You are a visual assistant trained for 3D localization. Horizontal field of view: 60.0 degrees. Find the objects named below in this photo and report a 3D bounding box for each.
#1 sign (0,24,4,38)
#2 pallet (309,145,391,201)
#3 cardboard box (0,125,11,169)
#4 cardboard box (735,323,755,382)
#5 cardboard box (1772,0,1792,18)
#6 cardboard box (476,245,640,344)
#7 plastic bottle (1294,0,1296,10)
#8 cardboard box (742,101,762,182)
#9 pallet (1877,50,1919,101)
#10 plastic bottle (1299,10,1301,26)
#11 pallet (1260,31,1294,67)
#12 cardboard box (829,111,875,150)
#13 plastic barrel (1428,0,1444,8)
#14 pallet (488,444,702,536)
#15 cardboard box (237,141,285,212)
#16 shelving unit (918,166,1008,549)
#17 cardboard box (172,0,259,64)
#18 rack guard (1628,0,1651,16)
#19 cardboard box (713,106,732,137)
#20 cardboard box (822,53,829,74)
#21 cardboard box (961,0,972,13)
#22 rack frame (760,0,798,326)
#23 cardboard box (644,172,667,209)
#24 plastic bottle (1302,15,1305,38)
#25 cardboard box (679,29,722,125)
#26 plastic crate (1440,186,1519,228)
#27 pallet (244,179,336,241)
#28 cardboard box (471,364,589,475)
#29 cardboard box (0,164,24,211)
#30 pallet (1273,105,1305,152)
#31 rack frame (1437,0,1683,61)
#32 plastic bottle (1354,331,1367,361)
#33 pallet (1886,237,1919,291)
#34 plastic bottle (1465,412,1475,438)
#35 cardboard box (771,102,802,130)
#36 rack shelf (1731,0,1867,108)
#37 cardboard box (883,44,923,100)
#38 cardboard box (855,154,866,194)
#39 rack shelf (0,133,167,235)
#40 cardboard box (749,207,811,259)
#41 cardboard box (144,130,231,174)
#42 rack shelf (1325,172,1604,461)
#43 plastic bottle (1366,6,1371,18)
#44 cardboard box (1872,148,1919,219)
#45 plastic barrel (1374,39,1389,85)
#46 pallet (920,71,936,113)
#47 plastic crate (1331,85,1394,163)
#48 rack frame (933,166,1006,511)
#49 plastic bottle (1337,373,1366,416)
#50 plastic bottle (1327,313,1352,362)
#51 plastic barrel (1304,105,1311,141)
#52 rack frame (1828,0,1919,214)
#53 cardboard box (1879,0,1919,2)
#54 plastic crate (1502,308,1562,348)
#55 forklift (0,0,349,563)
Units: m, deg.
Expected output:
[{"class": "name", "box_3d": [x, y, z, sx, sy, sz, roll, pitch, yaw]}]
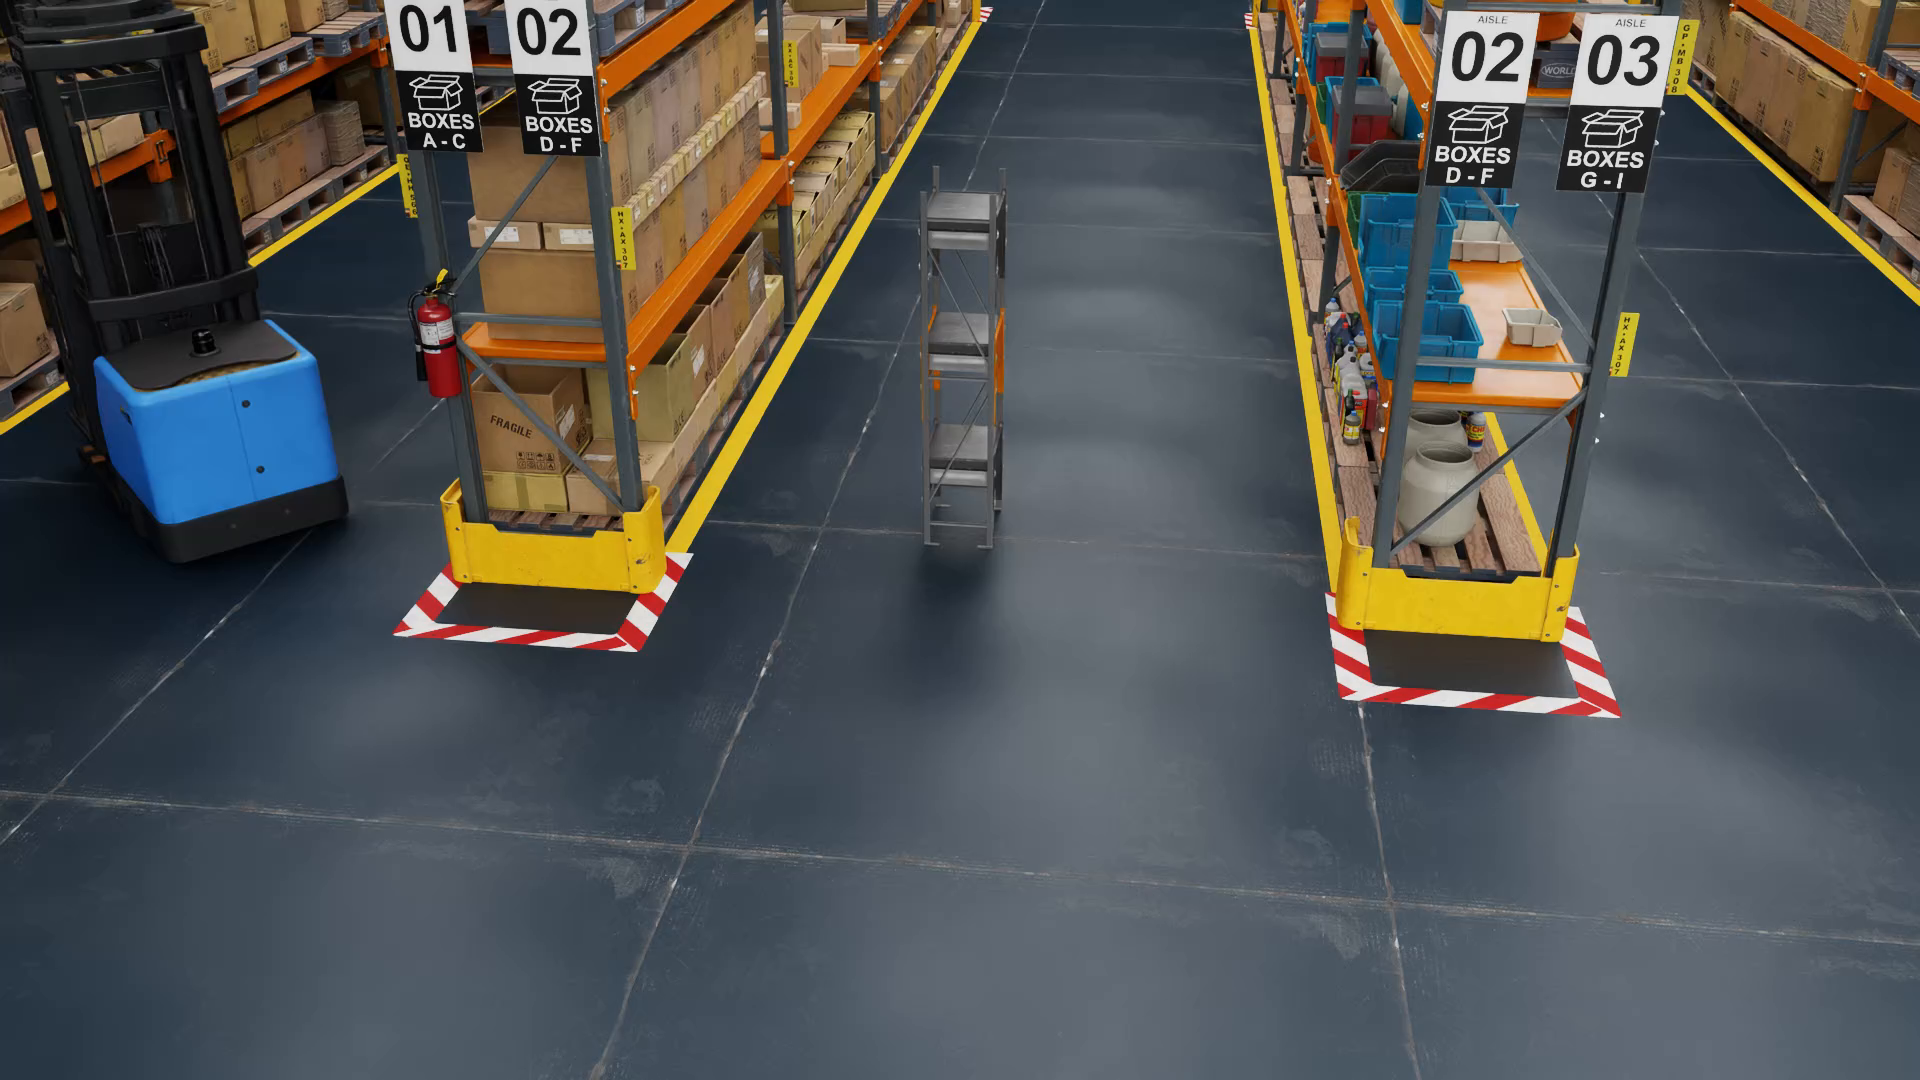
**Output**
[{"class": "sign", "box_3d": [-7.233, -3.855, 12.523, 0.100, 0.325, 0.005, 3, 28, 6]}, {"class": "pallet", "box_3d": [-6.289, -3.603, 16.215, 1.003, 0.211, 1.213, 3, 28, 6]}, {"class": "cardboard box", "box_3d": [-6.623, -2.631, 10.817, 0.500, 0.500, 0.500, 4, 29, 8]}, {"class": "cardboard box", "box_3d": [-1.722, -1.301, 11.459, 0.500, 0.250, 0.500, 3, 28, 6]}, {"class": "cardboard box", "box_3d": [8.620, -5.587, 16.853, 0.500, 0.500, 0.500, 3, 28, 5]}, {"class": "cardboard box", "box_3d": [-2.185, -1.409, 9.098, 0.700, 0.500, 0.500, 3, 28, 6]}, {"class": "plastic bottle", "box_3d": [3.507, -5.576, 16.990, 0.144, 0.351, 0.185, 3, 28, 6]}, {"class": "cardboard box", "box_3d": [-1.813, -2.864, 11.798, 0.700, 0.500, 0.500, 3, 28, 5]}, {"class": "pallet", "box_3d": [8.575, -3.908, 14.044, 1.213, 0.211, 1.003, 3, 28, 6]}, {"class": "plastic bottle", "box_3d": [3.387, -5.141, 16.339, 0.097, 0.201, 0.097, 0, 28, 0]}, {"class": "pallet", "box_3d": [4.330, -6.202, 21.039, 1.003, 0.211, 1.213, 3, 28, 6]}, {"class": "cardboard box", "box_3d": [-1.094, -3.872, 15.640, 0.500, 0.311, 0.500, 4, 29, 8]}, {"class": "plastic barrel", "box_3d": [2.674, -2.989, 8.331, 0.600, 0.588, 0.600, 0, 28, 0]}, {"class": "pallet", "box_3d": [-2.203, -0.281, 10.049, 1.003, 0.211, 1.213, 3, 28, 6]}, {"class": "cardboard box", "box_3d": [-6.492, -3.240, 14.773, 0.700, 0.500, 0.500, 4, 29, 7]}, {"class": "shelving unit", "box_3d": [0.020, -1.002, 9.397, 0.431, 2.100, 0.503, 3, 28, 6]}, {"class": "cardboard box", "box_3d": [-6.460, -4.365, 14.120, 0.700, 0.500, 0.500, 7, 29, 13]}, {"class": "rack guard", "box_3d": [9.540, -7.011, 22.237, 1.175, 0.500, 0.348, 3, 28, 6]}, {"class": "cardboard box", "box_3d": [-1.712, -2.739, 10.883, 0.380, 0.149, 0.250, 3, 28, 6]}, {"class": "cardboard box", "box_3d": [-1.375, -4.198, 14.644, 0.380, 0.149, 0.250, 5, 29, 10]}, {"class": "cardboard box", "box_3d": [-0.117, -7.501, 22.681, 0.500, 0.500, 0.500, 3, 28, 6]}, {"class": "rack frame", "box_3d": [-1.765, -3.029, 12.210, 1.000, 3.000, 0.127, 3, 28, 6]}, {"class": "cardboard box", "box_3d": [-1.898, -2.008, 9.526, 0.380, 0.149, 0.250, 3, 28, 5]}, {"class": "plastic bottle", "box_3d": [3.295, -4.895, 15.796, 0.061, 0.283, 0.133, 3, 28, 6]}, {"class": "cardboard box", "box_3d": [-1.936, -2.961, 10.611, 0.700, 0.500, 0.500, 3, 28, 6]}, {"class": "plastic crate", "box_3d": [3.285, -2.137, 10.711, 0.499, 0.251, 0.616, 3, 28, 6]}, {"class": "pallet", "box_3d": [-6.441, -3.030, 15.152, 1.003, 0.211, 1.213, 3, 28, 6]}, {"class": "cardboard box", "box_3d": [-2.484, -0.720, 9.590, 0.500, 0.500, 0.500, 3, 28, 6]}, {"class": "cardboard box", "box_3d": [-6.615, -2.309, 11.010, 0.500, 0.250, 0.500, 4, 29, 7]}, {"class": "pallet", "box_3d": [3.848, -4.341, 17.585, 1.003, 0.211, 1.213, 3, 28, 6]}, {"class": "rack frame", "box_3d": [2.661, -3.498, 6.754, 1.000, 3.000, 0.127, 3, 28, 6]}, {"class": "plastic bottle", "box_3d": [2.742, -1.301, 11.415, 0.097, 0.271, 0.097, 0, 28, 0]}, {"class": "pallet", "box_3d": [8.307, -2.166, 13.549, 1.003, 0.211, 1.213, 3, 28, 6]}, {"class": "plastic bottle", "box_3d": [3.205, -0.702, 10.378, 0.097, 0.201, 0.097, 0, 28, 0]}, {"class": "cardboard box", "box_3d": [-1.453, -3.324, 13.022, 0.380, 0.149, 0.250, 3, 28, 6]}, {"class": "rack shelf", "box_3d": [8.802, -4.959, 16.551, 1.077, 0.370, 4.000, 3, 28, 6]}, {"class": "cardboard box", "box_3d": [-0.691, -5.171, 18.357, 0.500, 0.500, 0.500, 4, 29, 7]}, {"class": "cardboard box", "box_3d": [-1.157, -3.382, 15.321, 0.500, 0.250, 0.500, 3, 28, 6]}, {"class": "rack shelf", "box_3d": [-6.927, -2.057, 11.164, 1.077, 0.370, 4.000, 3, 28, 6]}, {"class": "cardboard box", "box_3d": [-1.467, -2.430, 12.964, 0.500, 0.311, 0.500, 3, 29, 6]}, {"class": "cardboard box", "box_3d": [-6.557, -3.293, 14.082, 0.500, 0.250, 0.500, 3, 28, 5]}, {"class": "rack shelf", "box_3d": [2.906, -1.481, 10.095, 1.077, 0.370, 4.000, 3, 28, 6]}, {"class": "plastic bottle", "box_3d": [4.185, -5.405, 16.752, 0.152, 0.276, 0.135, 3, 28, 6]}, {"class": "cardboard box", "box_3d": [8.494, -3.111, 14.534, 0.700, 0.500, 0.500, 2, 28, 4]}, {"class": "plastic barrel", "box_3d": [3.675, -3.977, 13.851, 0.421, 0.512, 0.421, 0, 28, 0]}, {"class": "pallet", "box_3d": [-0.847, -5.182, 19.146, 1.003, 0.211, 1.213, 3, 28, 6]}, {"class": "plastic crate", "box_3d": [2.906, -3.013, 12.113, 0.402, 0.464, 0.583, 3, 28, 6]}, {"class": "rack frame", "box_3d": [0.050, -1.117, 9.610, 0.400, 2.100, 0.015, 3, 28, 6]}, {"class": "plastic bottle", "box_3d": [2.526, -0.923, 10.709, 0.152, 0.276, 0.135, 3, 28, 5]}, {"class": "plastic bottle", "box_3d": [2.640, -1.411, 11.536, 0.144, 0.351, 0.185, 4, 29, 8]}, {"class": "plastic barrel", "box_3d": [3.664, -4.214, 16.590, 0.421, 0.512, 0.421, 0, 28, 0]}, {"class": "rack frame", "box_3d": [8.557, -4.334, 14.633, 1.000, 3.000, 0.127, 3, 28, 6]}, {"class": "cardboard box", "box_3d": [8.662, -5.163, 15.008, 0.797, 0.503, 0.637, 4, 29, 8]}, {"class": "plastic crate", "box_3d": [3.090, -1.143, 8.987, 0.298, 0.136, 0.250, 3, 28, 6]}, {"class": "forklift", "box_3d": [-4.953, -1.792, 9.985, 1.130, 2.935, 3.031, -21, 35, -33]}]
